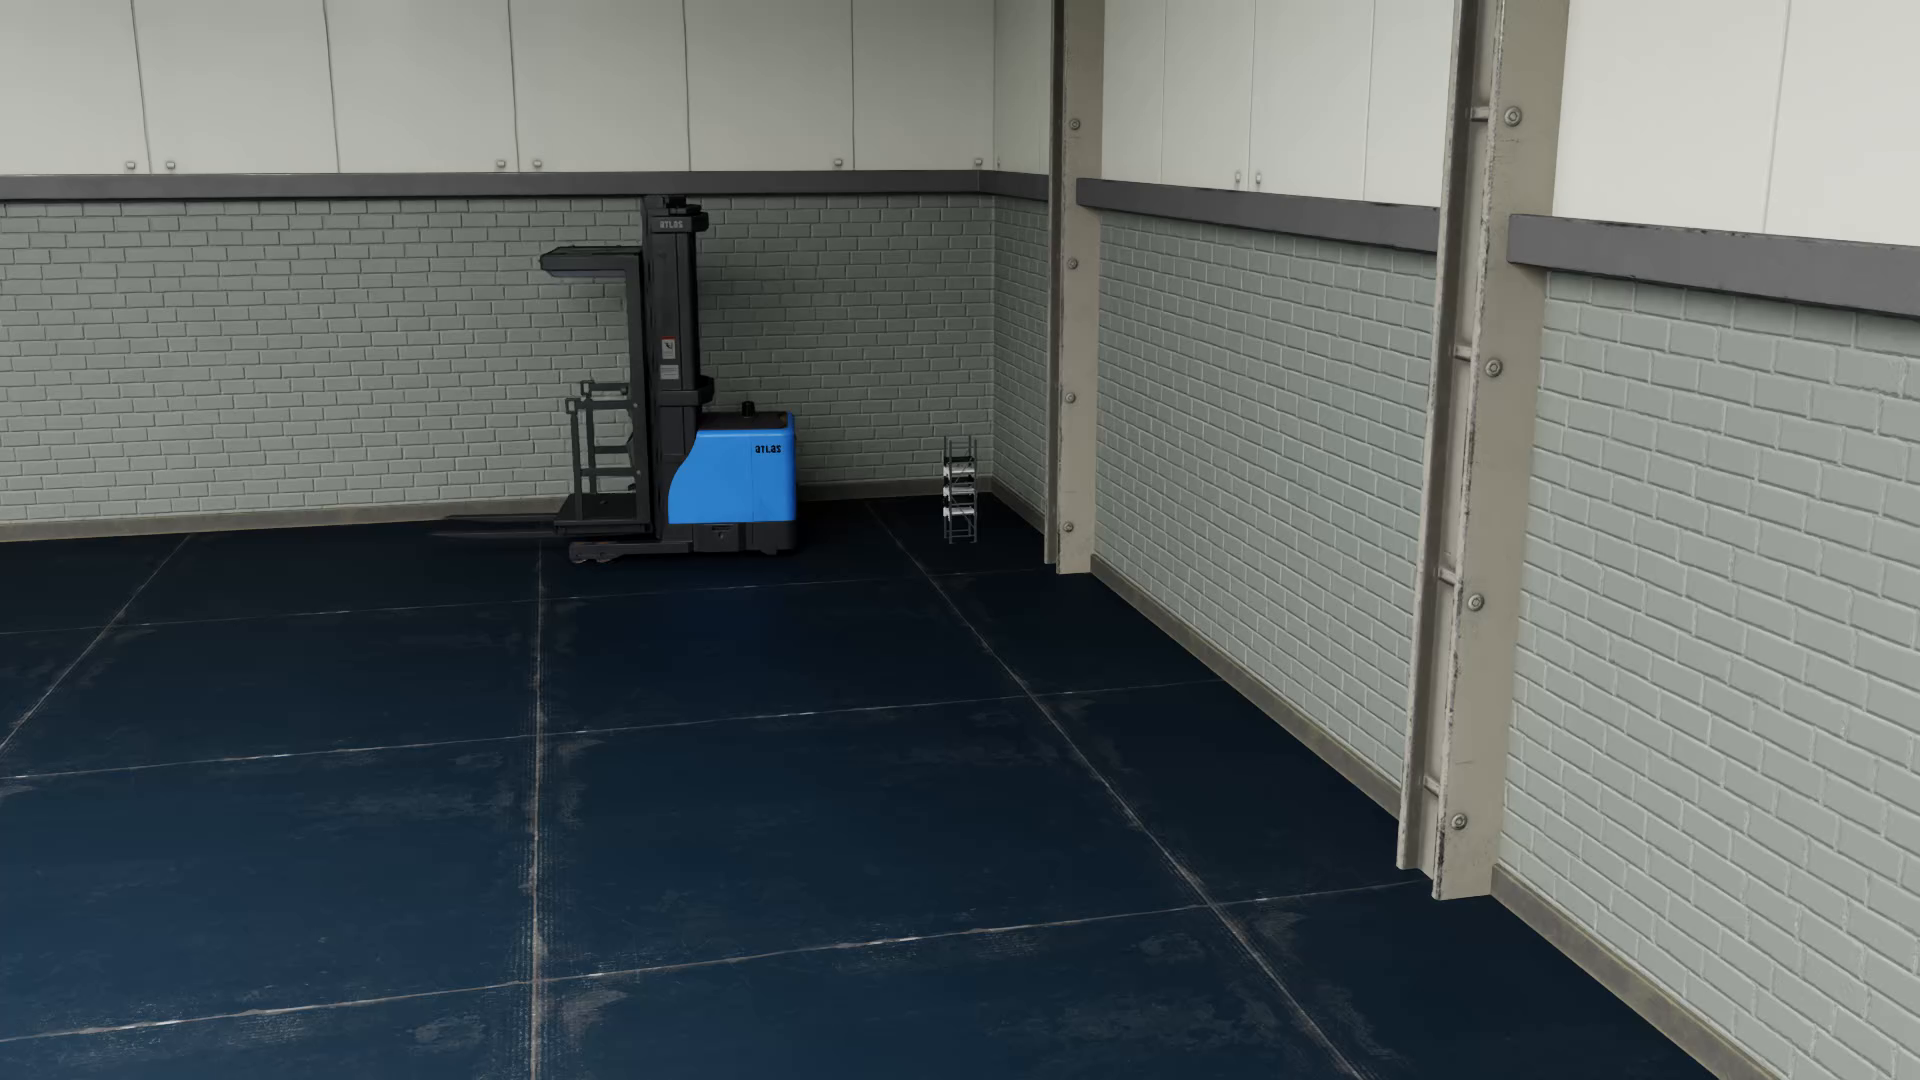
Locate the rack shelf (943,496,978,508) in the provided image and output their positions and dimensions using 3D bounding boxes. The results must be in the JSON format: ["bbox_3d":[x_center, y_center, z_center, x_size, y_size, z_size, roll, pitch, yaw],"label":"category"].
[{"bbox_3d":[0.002,-0.315,14.342,0.258,0.077,0.200,-3,14,-13],"label":"rack shelf"}]

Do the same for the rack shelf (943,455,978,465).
[{"bbox_3d":[0.002,-0.665,14.256,0.258,0.077,0.200,-3,14,-13],"label":"rack shelf"}]

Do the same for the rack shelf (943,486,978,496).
[{"bbox_3d":[0.002,-0.403,14.321,0.258,0.077,0.200,-3,14,-13],"label":"rack shelf"}]

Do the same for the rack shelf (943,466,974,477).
[{"bbox_3d":[0.002,-0.578,14.278,0.258,0.077,0.200,-3,14,-13],"label":"rack shelf"}]

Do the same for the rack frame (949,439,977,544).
[{"bbox_3d":[0.026,-0.412,14.217,0.240,0.900,0.006,-3,14,-13],"label":"rack frame"}]

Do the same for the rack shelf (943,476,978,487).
[{"bbox_3d":[0.002,-0.490,14.299,0.258,0.077,0.200,-3,14,-13],"label":"rack shelf"}]

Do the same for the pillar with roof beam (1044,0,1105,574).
[{"bbox_3d":[-3.297,-3.913,11.482,9.100,9.000,0.400,-3,14,-13],"label":"pillar with roof beam"}]

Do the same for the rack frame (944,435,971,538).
[{"bbox_3d":[-0.022,-0.459,14.409,0.240,0.900,0.006,-3,14,-13],"label":"rack frame"}]

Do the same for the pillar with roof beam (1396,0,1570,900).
[{"bbox_3d":[-1.888,-2.529,5.816,9.100,9.000,0.400,-3,14,-13],"label":"pillar with roof beam"}]

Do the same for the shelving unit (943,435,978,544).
[{"bbox_3d":[0.002,-0.435,14.313,0.258,0.900,0.210,-3,14,-13],"label":"shelving unit"}]

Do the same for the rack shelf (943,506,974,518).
[{"bbox_3d":[0.002,-0.228,14.363,0.258,0.077,0.200,-3,14,-13],"label":"rack shelf"}]

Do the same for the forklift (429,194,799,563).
[{"bbox_3d":[-2.895,-1.366,13.842,3.031,2.935,1.130,-1,14,-6],"label":"forklift"}]
